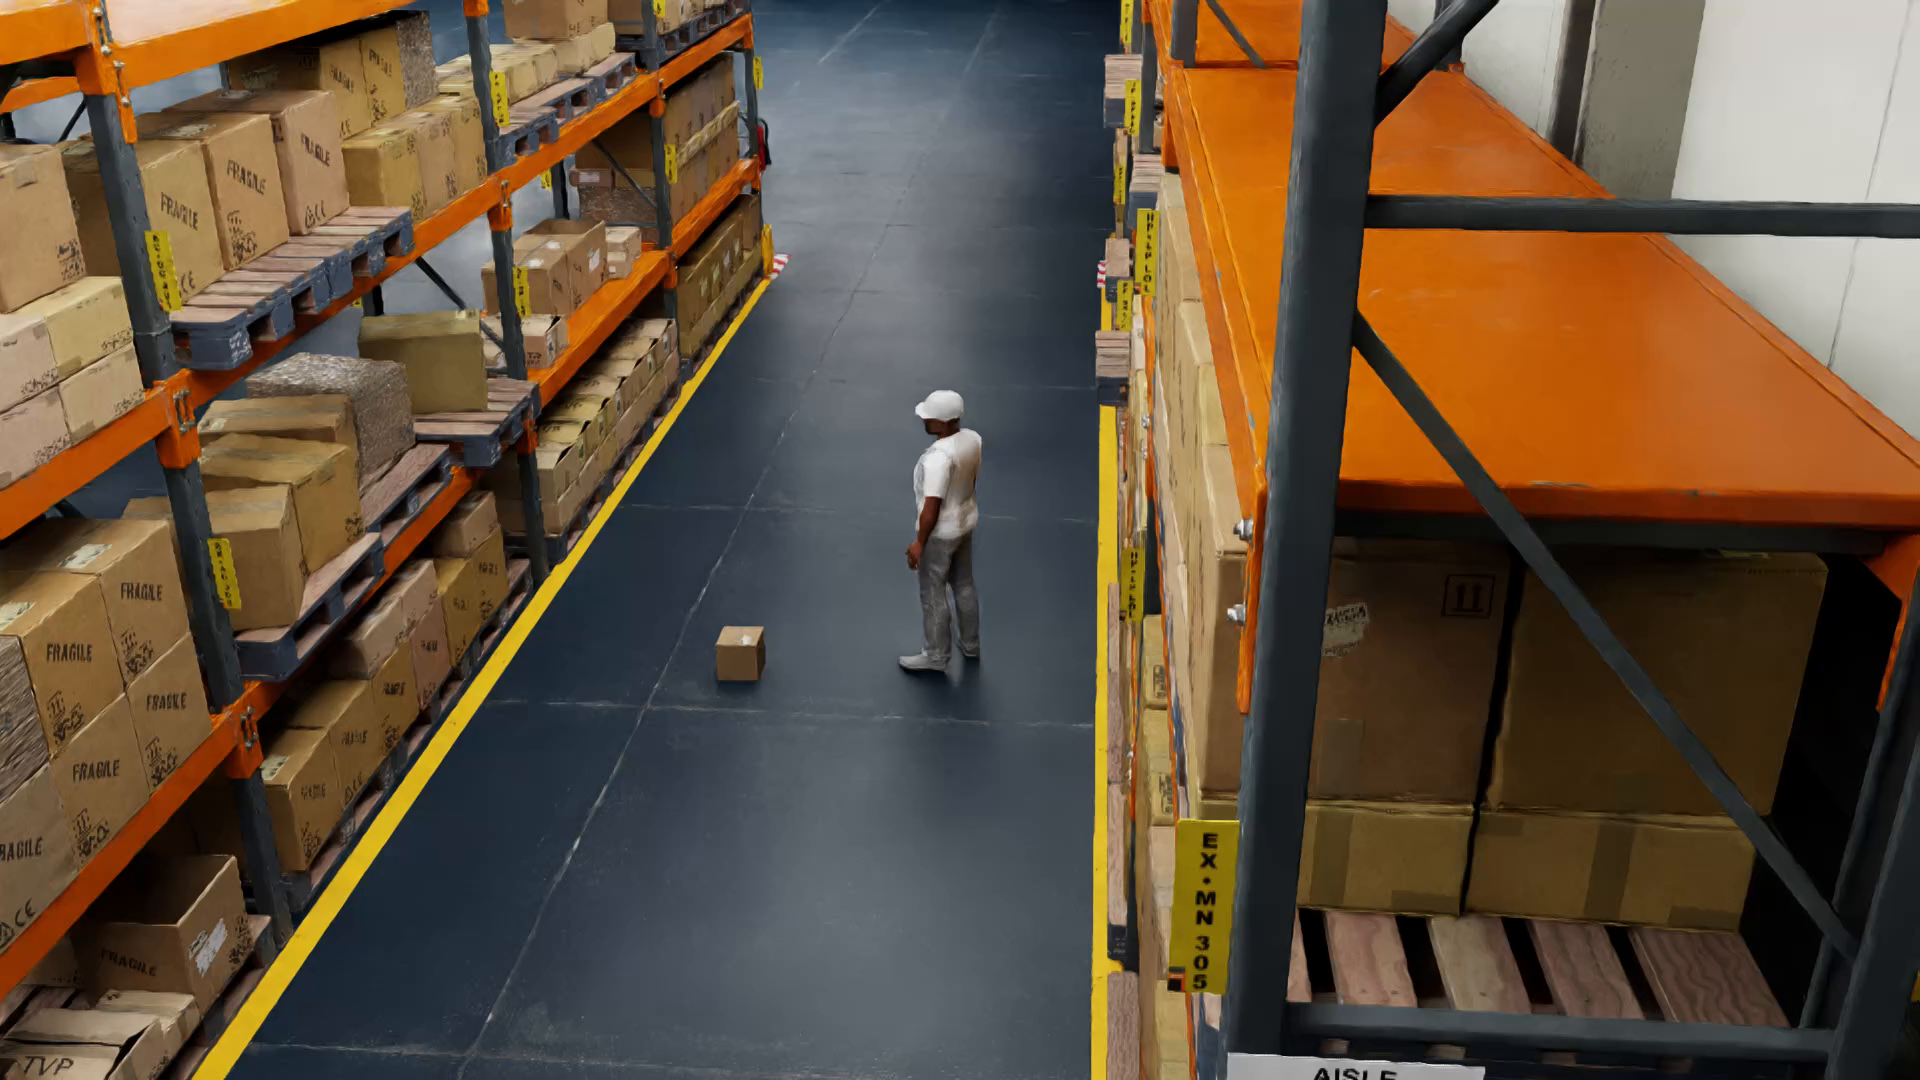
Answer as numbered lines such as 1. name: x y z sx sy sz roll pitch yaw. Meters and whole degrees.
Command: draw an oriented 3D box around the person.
1. person: -0.109 -0.064 10.061 0.381 1.761 0.664 14 28 28
